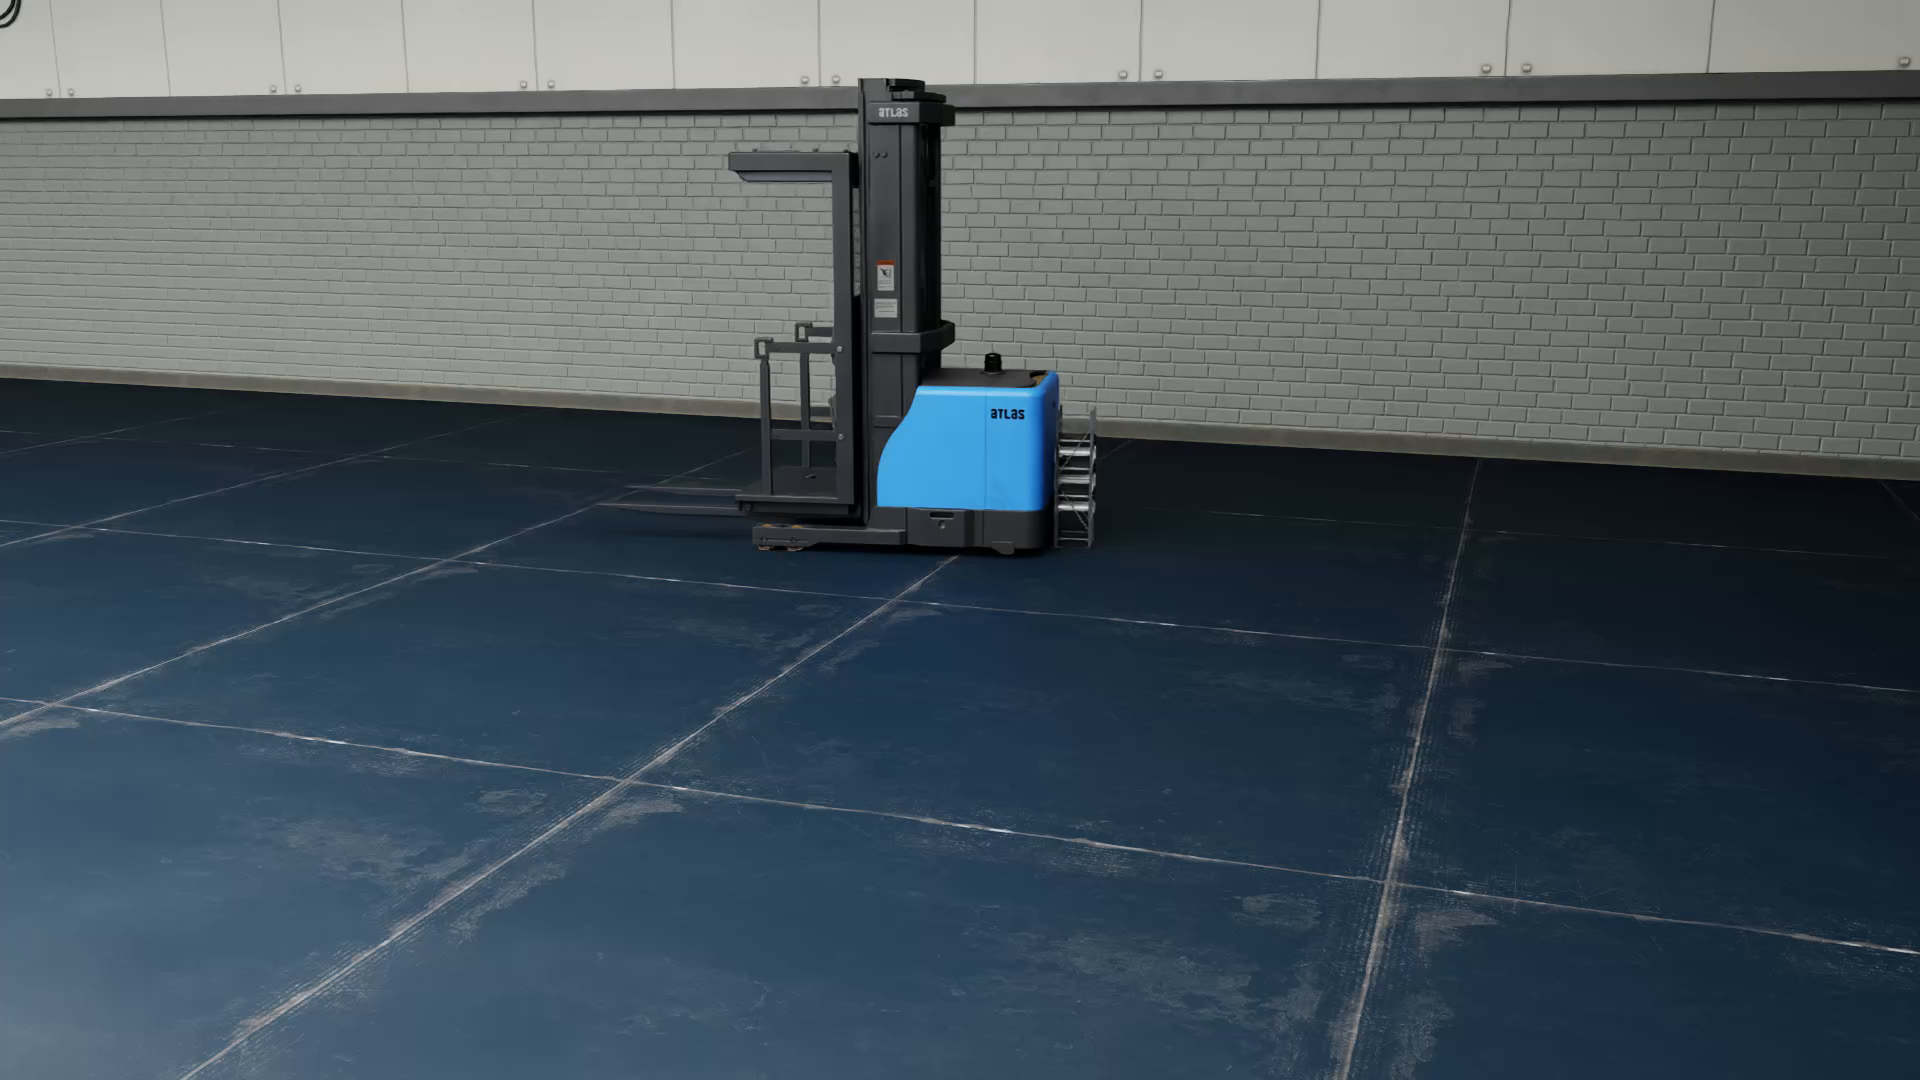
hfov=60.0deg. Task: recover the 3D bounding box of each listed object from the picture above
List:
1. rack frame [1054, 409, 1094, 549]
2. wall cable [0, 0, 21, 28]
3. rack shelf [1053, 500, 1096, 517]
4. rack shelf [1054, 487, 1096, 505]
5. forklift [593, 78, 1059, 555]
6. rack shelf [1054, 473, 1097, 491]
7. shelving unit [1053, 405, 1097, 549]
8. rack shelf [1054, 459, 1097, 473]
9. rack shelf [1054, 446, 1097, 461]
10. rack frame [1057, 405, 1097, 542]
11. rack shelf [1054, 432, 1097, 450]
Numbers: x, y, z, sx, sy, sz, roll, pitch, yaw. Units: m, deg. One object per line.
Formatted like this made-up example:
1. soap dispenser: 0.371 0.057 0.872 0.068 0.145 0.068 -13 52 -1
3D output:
1. rack frame: 0.729 -0.386 10.657 0.240 0.900 0.006 2 13 9
2. wall cable: -11.239 -7.924 17.838 2.305 6.003 0.169 4 14 18
3. rack shelf: 0.745 -0.201 10.803 0.258 0.077 0.200 2 13 9
4. rack shelf: 0.746 -0.289 10.783 0.258 0.077 0.200 2 13 9
5. forklift: -0.888 -1.469 10.837 3.031 2.935 1.130 2 13 9
6. rack shelf: 0.746 -0.376 10.762 0.258 0.077 0.200 2 13 9
7. shelving unit: 0.746 -0.409 10.755 0.258 0.900 0.210 2 13 9
8. rack shelf: 0.746 -0.464 10.742 0.258 0.077 0.200 2 13 9
9. rack shelf: 0.746 -0.552 10.722 0.258 0.077 0.200 2 13 9
10. rack frame: 0.762 -0.431 10.853 0.240 0.900 0.006 2 13 9
11. rack shelf: 0.747 -0.640 10.702 0.258 0.077 0.200 2 13 9
